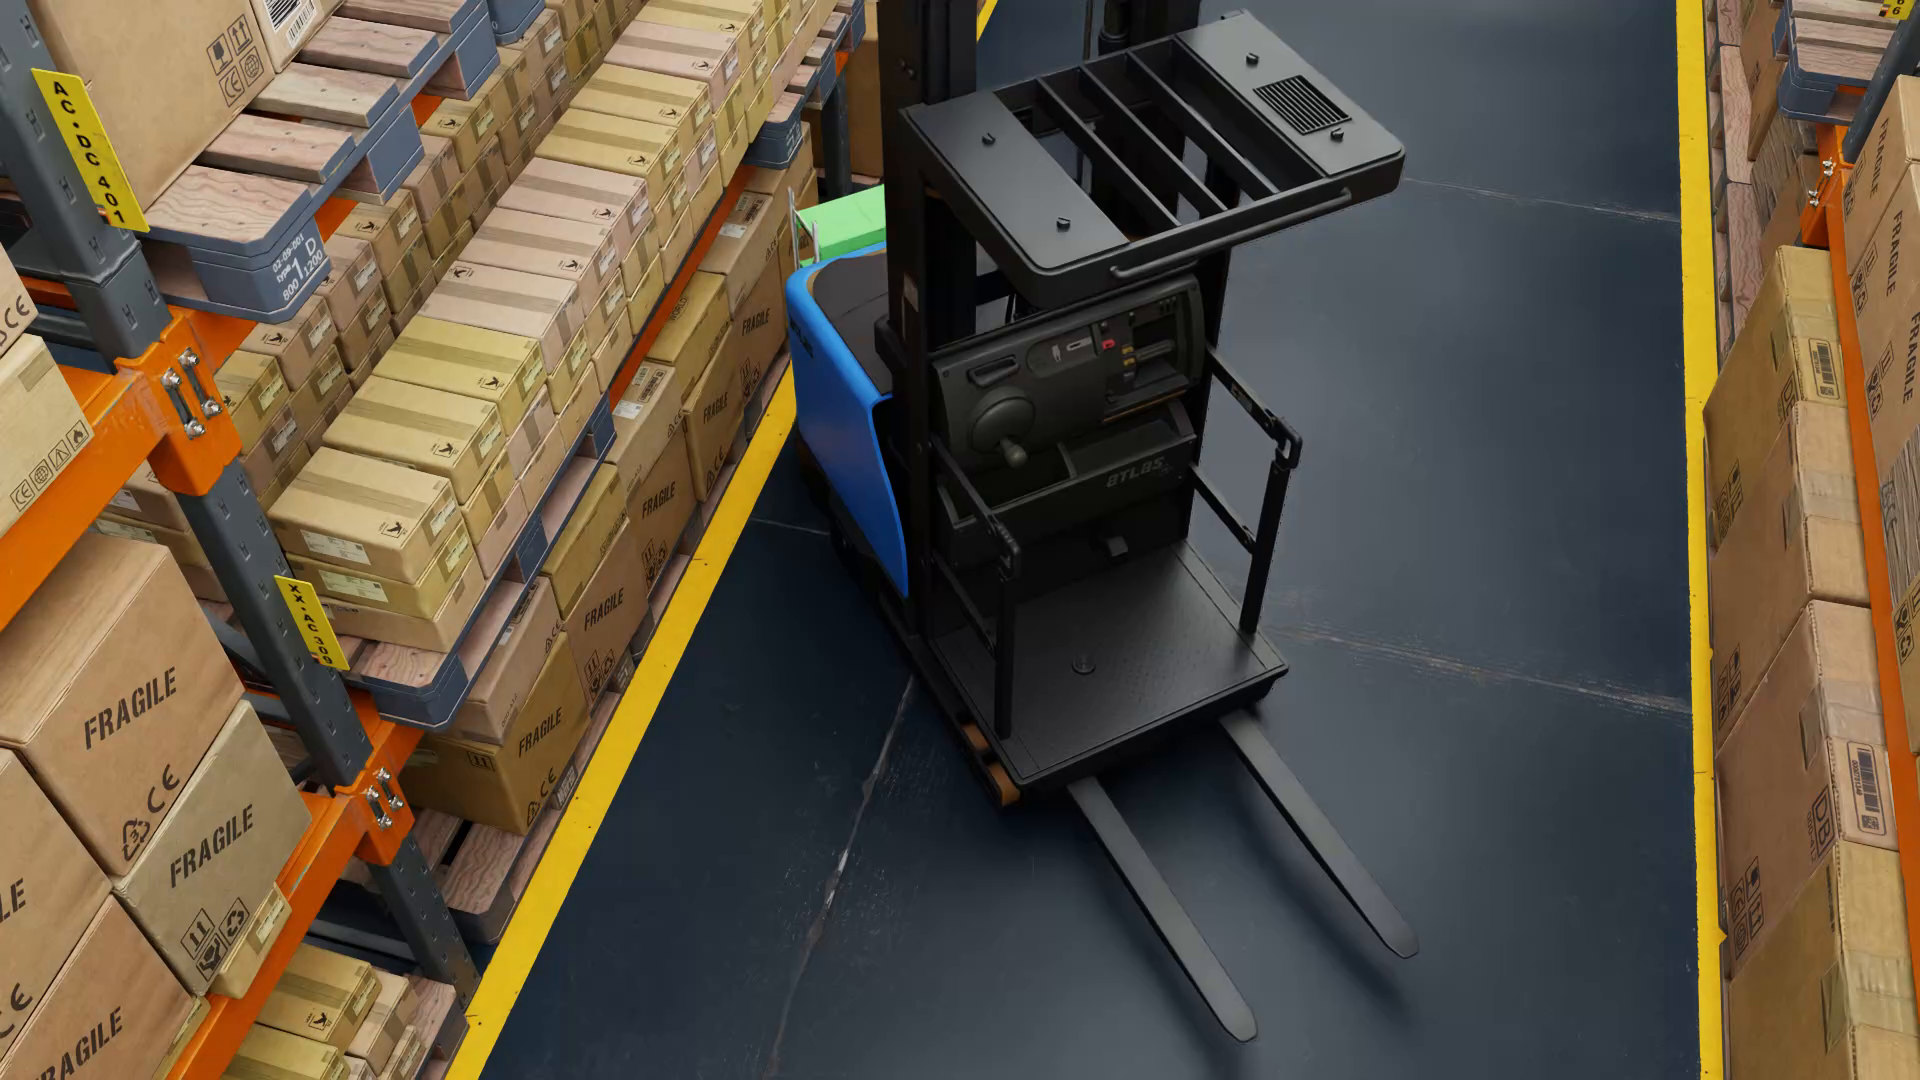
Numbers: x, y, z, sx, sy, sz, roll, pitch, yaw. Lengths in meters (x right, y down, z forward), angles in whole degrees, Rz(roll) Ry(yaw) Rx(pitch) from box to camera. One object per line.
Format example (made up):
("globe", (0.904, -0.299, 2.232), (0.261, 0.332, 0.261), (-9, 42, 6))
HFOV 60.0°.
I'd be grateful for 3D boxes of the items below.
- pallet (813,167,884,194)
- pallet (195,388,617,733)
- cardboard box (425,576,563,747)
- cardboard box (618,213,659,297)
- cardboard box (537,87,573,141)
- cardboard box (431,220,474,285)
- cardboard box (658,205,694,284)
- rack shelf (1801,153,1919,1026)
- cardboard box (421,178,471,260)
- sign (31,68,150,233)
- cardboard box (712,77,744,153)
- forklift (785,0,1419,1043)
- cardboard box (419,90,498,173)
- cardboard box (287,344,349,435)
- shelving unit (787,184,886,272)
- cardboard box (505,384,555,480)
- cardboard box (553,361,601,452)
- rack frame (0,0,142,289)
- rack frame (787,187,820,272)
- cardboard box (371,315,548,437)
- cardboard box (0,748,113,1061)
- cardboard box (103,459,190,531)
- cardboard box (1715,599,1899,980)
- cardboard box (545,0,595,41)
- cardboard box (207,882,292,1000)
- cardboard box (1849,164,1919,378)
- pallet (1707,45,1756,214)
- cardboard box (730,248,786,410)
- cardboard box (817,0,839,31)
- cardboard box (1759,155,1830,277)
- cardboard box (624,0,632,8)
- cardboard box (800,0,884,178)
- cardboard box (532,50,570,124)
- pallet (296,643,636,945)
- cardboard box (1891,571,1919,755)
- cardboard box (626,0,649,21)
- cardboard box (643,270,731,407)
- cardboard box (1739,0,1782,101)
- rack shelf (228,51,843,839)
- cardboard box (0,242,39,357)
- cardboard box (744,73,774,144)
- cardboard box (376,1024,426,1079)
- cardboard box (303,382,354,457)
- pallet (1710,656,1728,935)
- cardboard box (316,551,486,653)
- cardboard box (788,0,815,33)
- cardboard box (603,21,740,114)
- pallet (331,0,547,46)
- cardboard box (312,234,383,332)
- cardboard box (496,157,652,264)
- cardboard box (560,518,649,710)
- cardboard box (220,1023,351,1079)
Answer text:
("pallet", (-0.719, -2.143, 8.420), (1.003, 0.211, 1.213), (12, 50, 10))
("pallet", (-1.711, -0.078, 4.865), (1.003, 0.211, 1.213), (12, 50, 10))
("cardboard box", (-1.603, 0.340, 5.255), (0.500, 0.250, 0.500), (10, 49, 8))
("cardboard box", (-1.164, -0.916, 5.166), (0.380, 0.149, 0.250), (11, 49, 9))
("cardboard box", (-1.591, -1.505, 5.884), (0.380, 0.149, 0.250), (13, 50, 11))
("cardboard box", (-1.799, -0.942, 5.387), (0.380, 0.149, 0.250), (14, 50, 12))
("cardboard box", (-1.097, -0.995, 5.433), (0.380, 0.149, 0.250), (10, 49, 8))
("rack shelf", (3.233, 0.226, 4.949), (1.077, 0.370, 4.000), (12, 50, 10))
("cardboard box", (-1.795, -1.053, 5.286), (0.380, 0.149, 0.250), (12, 50, 10))
("sign", (-1.527, -0.679, 2.922), (0.100, 0.325, 0.005), (12, 50, 10))
("cardboard box", (-0.960, -1.473, 5.657), (0.380, 0.149, 0.250), (11, 50, 10))
("forklift", (0.459, -0.424, 5.089), (1.130, 2.935, 3.031), (-21, 52, -18))
("cardboard box", (-1.722, -1.337, 5.339), (0.380, 0.149, 0.250), (11, 49, 10))
("cardboard box", (-2.002, -0.468, 4.770), (0.380, 0.149, 0.250), (14, 50, 12))
("shelving unit", (-0.369, -0.931, 6.690), (0.503, 1.200, 0.258), (-21, 52, -18))
("cardboard box", (-1.371, -0.340, 4.658), (0.380, 0.149, 0.250), (13, 50, 11))
("cardboard box", (-1.301, -0.431, 4.936), (0.380, 0.149, 0.250), (12, 50, 10))
("rack frame", (-2.052, -1.603, 2.081), (1.000, 3.000, 0.127), (12, 50, 10))
("rack frame", (-0.585, -0.846, 6.615), (0.015, 1.200, 0.240), (-21, 52, -18))
("cardboard box", (-1.367, -0.452, 4.558), (0.380, 0.149, 0.250), (12, 50, 10))
("cardboard box", (-2.046, 0.689, 3.128), (0.500, 0.500, 0.500), (10, 49, 9))
("cardboard box", (-2.135, -0.199, 4.334), (0.380, 0.149, 0.250), (14, 50, 12))
("cardboard box", (3.090, 0.885, 5.024), (1.225, 0.875, 0.875), (10, 49, 9))
("cardboard box", (-1.515, -1.904, 5.840), (0.380, 0.149, 0.250), (10, 49, 8))
("cardboard box", (-1.864, 0.926, 4.018), (0.380, 0.149, 0.250), (10, 49, 9))
("cardboard box", (3.235, -0.820, 5.326), (0.500, 0.500, 0.500), (10, 49, 9))
("pallet", (4.289, -1.981, 8.276), (1.003, 0.211, 1.213), (12, 50, 10))
("cardboard box", (-1.061, -0.920, 6.867), (0.500, 0.500, 0.500), (13, 50, 12))
("cardboard box", (-0.686, -2.119, 6.426), (0.380, 0.149, 0.250), (12, 50, 11))
("cardboard box", (3.916, -1.266, 7.159), (0.700, 0.500, 0.500), (9, 49, 8))
("cardboard box", (-1.390, -2.158, 6.262), (0.380, 0.149, 0.250), (14, 50, 12))
("cardboard box", (-0.752, -2.328, 7.943), (1.050, 0.750, 0.750), (11, 49, 10))
("cardboard box", (-1.589, -1.602, 5.771), (0.380, 0.149, 0.250), (12, 50, 10))
("pallet", (-1.849, 0.742, 5.873), (1.003, 0.211, 1.213), (12, 50, 10))
("cardboard box", (2.834, 0.273, 4.360), (0.500, 0.500, 0.500), (11, 49, 10))
("cardboard box", (-1.383, -2.089, 6.399), (0.380, 0.149, 0.250), (14, 50, 12))
("cardboard box", (-1.198, -0.792, 6.254), (0.500, 0.250, 0.500), (13, 50, 11))
("cardboard box", (4.339, -2.485, 8.235), (0.700, 0.500, 0.500), (8, 49, 7))
("rack shelf", (-1.526, -0.826, 5.877), (1.077, 0.370, 4.000), (12, 50, 10))
("cardboard box", (-1.928, -0.342, 2.736), (0.500, 0.250, 0.500), (9, 49, 8))
("cardboard box", (-0.889, -1.574, 5.945), (0.380, 0.149, 0.250), (11, 49, 10))
("cardboard box", (-1.827, 1.538, 4.932), (0.380, 0.149, 0.250), (12, 50, 11))
("cardboard box", (-2.003, -0.367, 4.880), (0.380, 0.149, 0.250), (11, 50, 10))
("pallet", (3.156, 0.899, 5.735), (1.003, 0.211, 1.213), (12, 50, 10))
("cardboard box", (-1.505, 0.133, 4.439), (0.380, 0.149, 0.250), (9, 49, 8))
("cardboard box", (-0.759, -2.024, 6.144), (0.380, 0.149, 0.250), (13, 50, 11))
("cardboard box", (-0.959, -1.581, 5.554), (0.380, 0.149, 0.250), (12, 50, 10))
("pallet", (-1.517, -1.724, 4.314), (1.213, 0.211, 1.003), (12, 50, 10))
("cardboard box", (-1.926, -0.770, 4.838), (0.380, 0.149, 0.250), (11, 50, 10))
("cardboard box", (-1.165, -1.000, 5.041), (0.380, 0.149, 0.250), (13, 50, 11))
("cardboard box", (-1.464, 0.206, 5.874), (0.500, 0.500, 0.500), (14, 50, 12))
("cardboard box", (-1.924, 1.492, 4.576), (0.380, 0.149, 0.250), (12, 50, 11))
